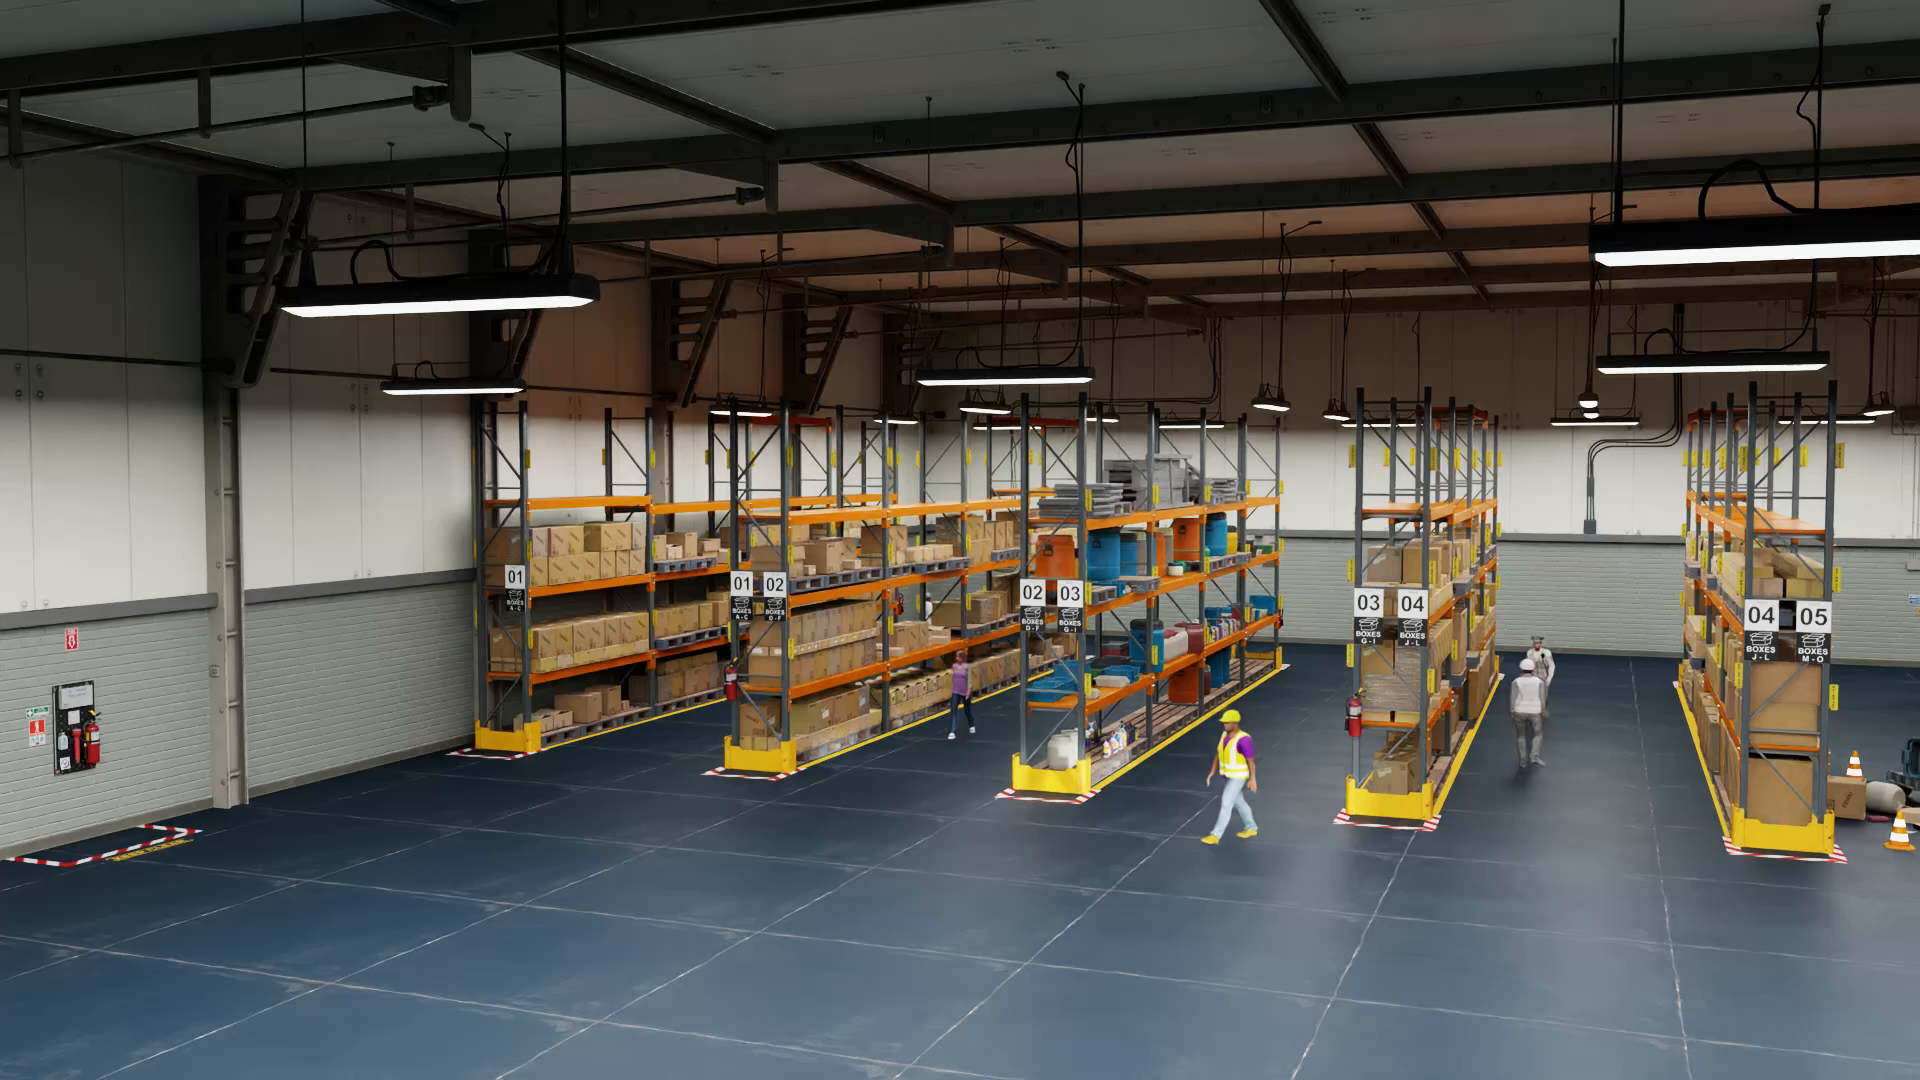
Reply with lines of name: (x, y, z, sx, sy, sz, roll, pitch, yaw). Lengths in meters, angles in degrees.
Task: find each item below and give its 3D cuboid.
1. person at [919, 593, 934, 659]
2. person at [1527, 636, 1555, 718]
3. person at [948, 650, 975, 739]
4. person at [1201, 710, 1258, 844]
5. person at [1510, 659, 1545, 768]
person: (-0.834, 2.152, 41.633, 0.502, 1.663, 0.527, -2, 4, -40)
person: (11.097, 2.638, 31.795, 0.548, 1.651, 0.538, 2, 3, 33)
person: (0.027, 2.752, 29.816, 0.441, 1.553, 0.888, 1, 3, 22)
person: (3.483, 3.065, 21.665, 1.030, 1.705, 0.600, -1, 3, -24)
person: (9.203, 2.809, 26.960, 0.557, 1.773, 0.524, 1, 3, 20)
